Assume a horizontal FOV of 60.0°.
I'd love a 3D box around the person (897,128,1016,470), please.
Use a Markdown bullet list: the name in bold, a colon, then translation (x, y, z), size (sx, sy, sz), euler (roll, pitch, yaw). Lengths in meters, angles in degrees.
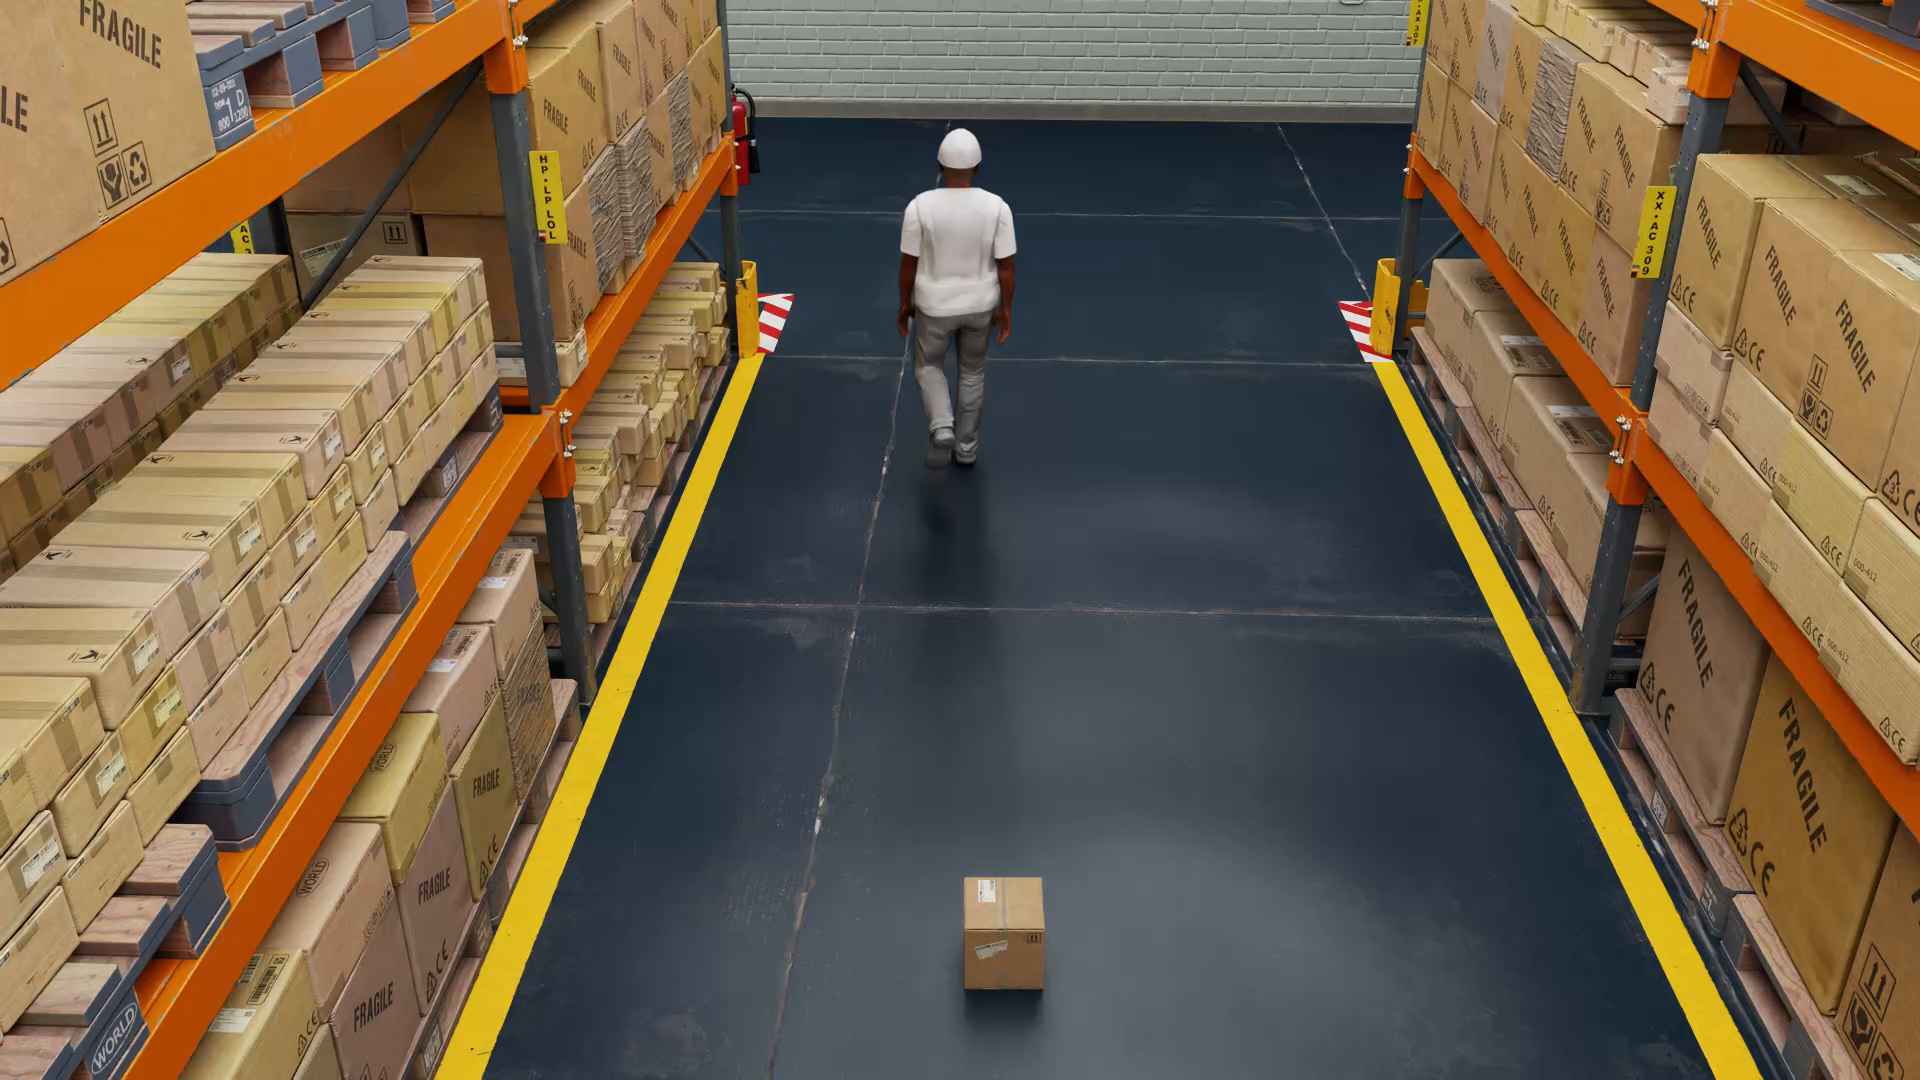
- **person**: translation (-0.020, -1.160, 8.246), size (0.580, 1.753, 0.641), euler (-3, 28, -6)
